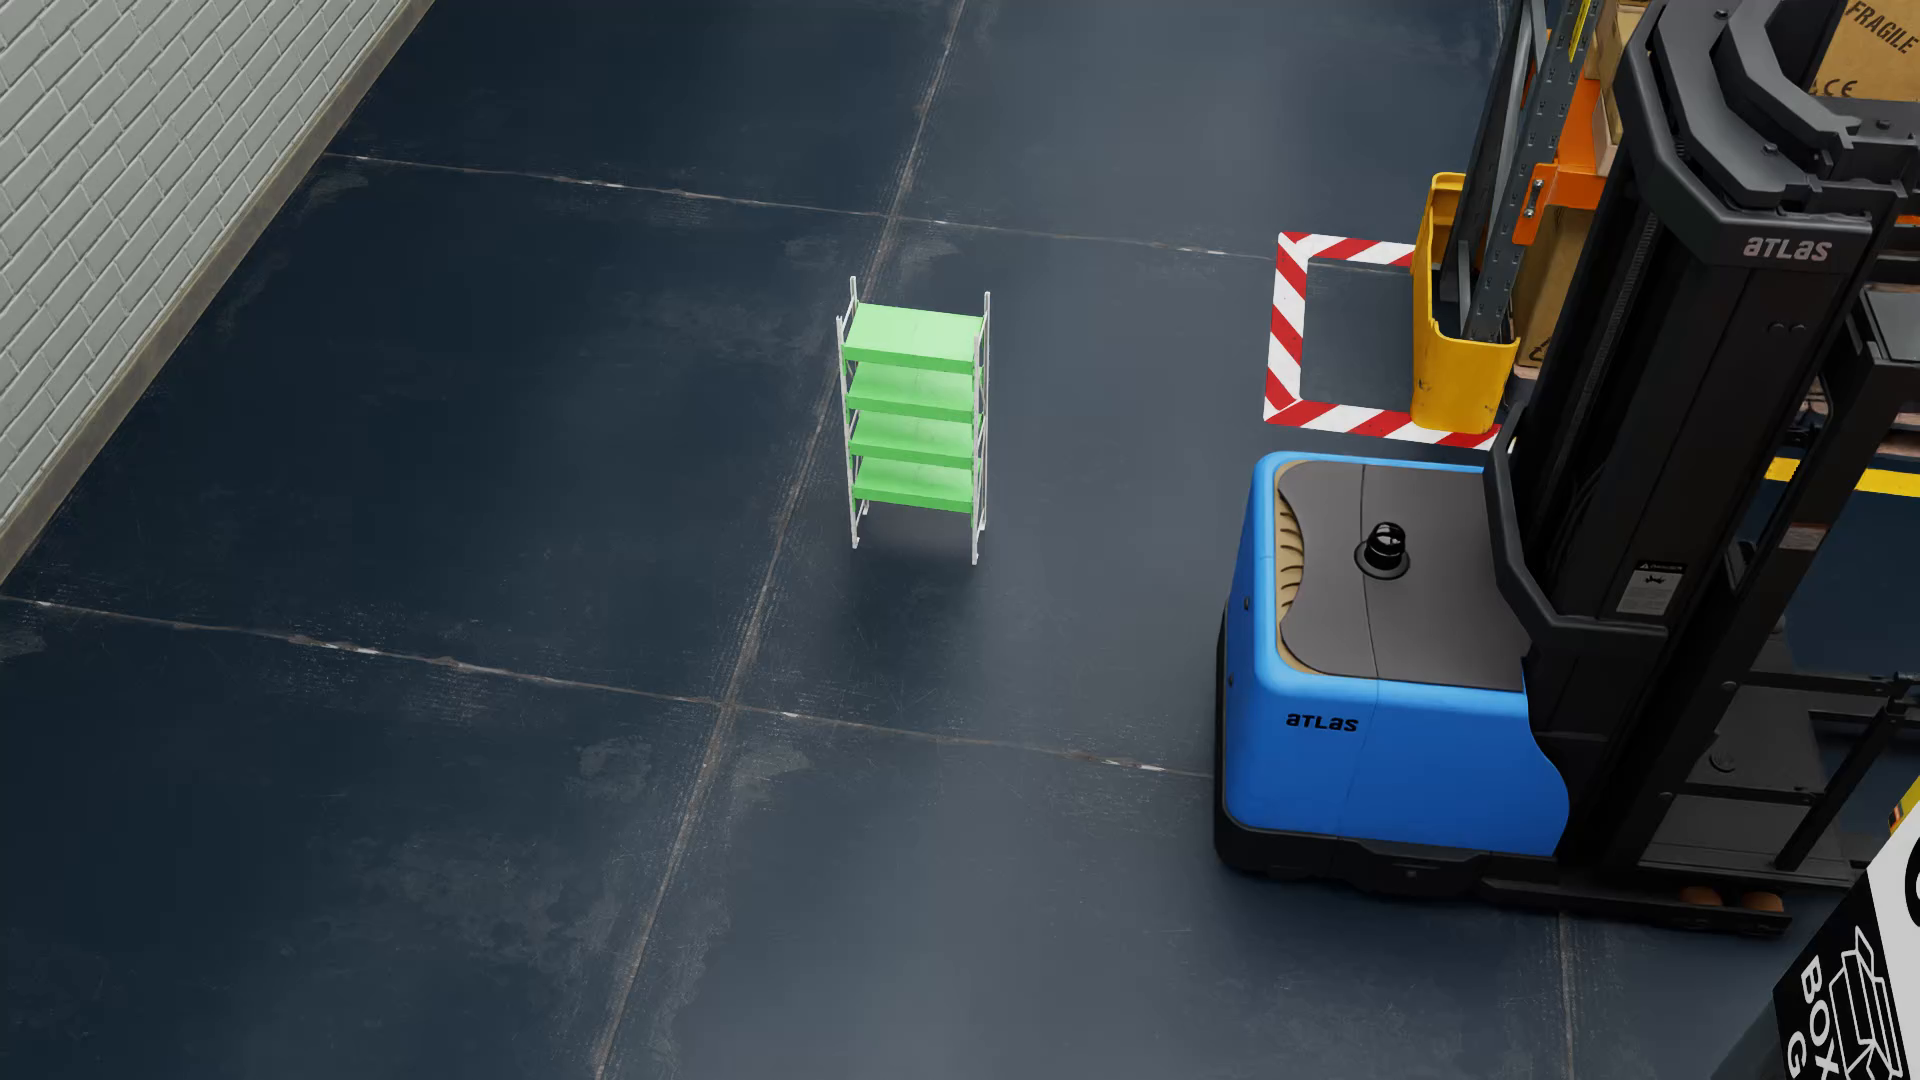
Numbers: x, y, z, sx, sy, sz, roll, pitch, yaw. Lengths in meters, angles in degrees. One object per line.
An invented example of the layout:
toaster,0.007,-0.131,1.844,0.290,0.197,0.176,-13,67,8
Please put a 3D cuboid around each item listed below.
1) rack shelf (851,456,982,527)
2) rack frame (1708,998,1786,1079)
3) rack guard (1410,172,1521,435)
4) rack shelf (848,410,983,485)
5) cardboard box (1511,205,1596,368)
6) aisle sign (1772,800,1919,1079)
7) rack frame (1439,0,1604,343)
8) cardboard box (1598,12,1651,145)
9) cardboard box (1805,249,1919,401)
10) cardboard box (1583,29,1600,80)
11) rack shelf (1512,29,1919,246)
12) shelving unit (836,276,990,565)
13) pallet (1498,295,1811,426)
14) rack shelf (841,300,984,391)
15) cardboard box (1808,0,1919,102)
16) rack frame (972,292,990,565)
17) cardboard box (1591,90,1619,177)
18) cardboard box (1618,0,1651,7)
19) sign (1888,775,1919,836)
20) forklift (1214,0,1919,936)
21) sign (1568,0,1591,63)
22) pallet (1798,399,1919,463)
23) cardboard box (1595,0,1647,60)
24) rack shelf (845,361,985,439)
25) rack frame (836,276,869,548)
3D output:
rack shelf,-0.163,-0.220,6.521,0.480,0.148,0.258,8,49,7
rack frame,1.356,1.731,3.150,0.053,2.616,0.949,8,49,7
rack guard,2.213,-1.060,7.339,0.348,0.500,1.175,8,49,7
rack shelf,-0.163,-0.380,6.343,0.480,0.148,0.258,8,49,7
cardboard box,2.880,-1.297,7.017,0.875,0.875,0.875,8,49,7
aisle sign,1.337,0.640,2.383,0.004,0.787,0.394,8,49,7
rack frame,2.236,-1.893,6.406,0.127,3.000,1.000,8,49,7
cardboard box,2.661,-1.681,6.116,0.500,0.250,0.500,7,48,6
cardboard box,3.776,-1.176,6.908,0.875,0.875,0.875,8,49,7
cardboard box,2.645,-2.002,6.674,0.250,0.149,0.380,9,49,8
rack shelf,4.204,-1.387,6.436,4.000,0.370,1.077,8,49,7
shelving unit,-0.163,-0.423,6.295,0.503,1.200,0.258,8,49,7
pallet,3.037,-0.912,7.400,1.213,0.211,1.003,8,49,7
rack shelf,-0.163,-0.701,5.986,0.480,0.148,0.258,8,49,7
cardboard box,3.153,-1.865,5.778,0.500,0.500,0.500,7,48,6
rack frame,0.077,-0.391,6.266,0.015,1.200,0.240,8,49,7
cardboard box,2.527,-1.520,6.240,0.250,0.149,0.380,8,49,7
cardboard box,2.762,-2.320,6.187,0.500,0.500,0.500,8,49,7
sign,1.437,0.361,2.435,0.005,0.325,0.100,8,49,7
forklift,2.423,-0.085,4.828,3.031,2.935,1.130,5,48,4
sign,2.132,-1.803,5.690,0.005,0.325,0.100,8,49,7
pallet,4.234,-0.749,7.253,1.213,0.211,1.003,8,49,7
cardboard box,2.760,-2.072,6.468,0.500,0.250,0.500,7,48,6
rack shelf,-0.163,-0.541,6.164,0.480,0.148,0.258,8,49,7
rack frame,-0.403,-0.455,6.324,0.015,1.200,0.240,8,49,7
